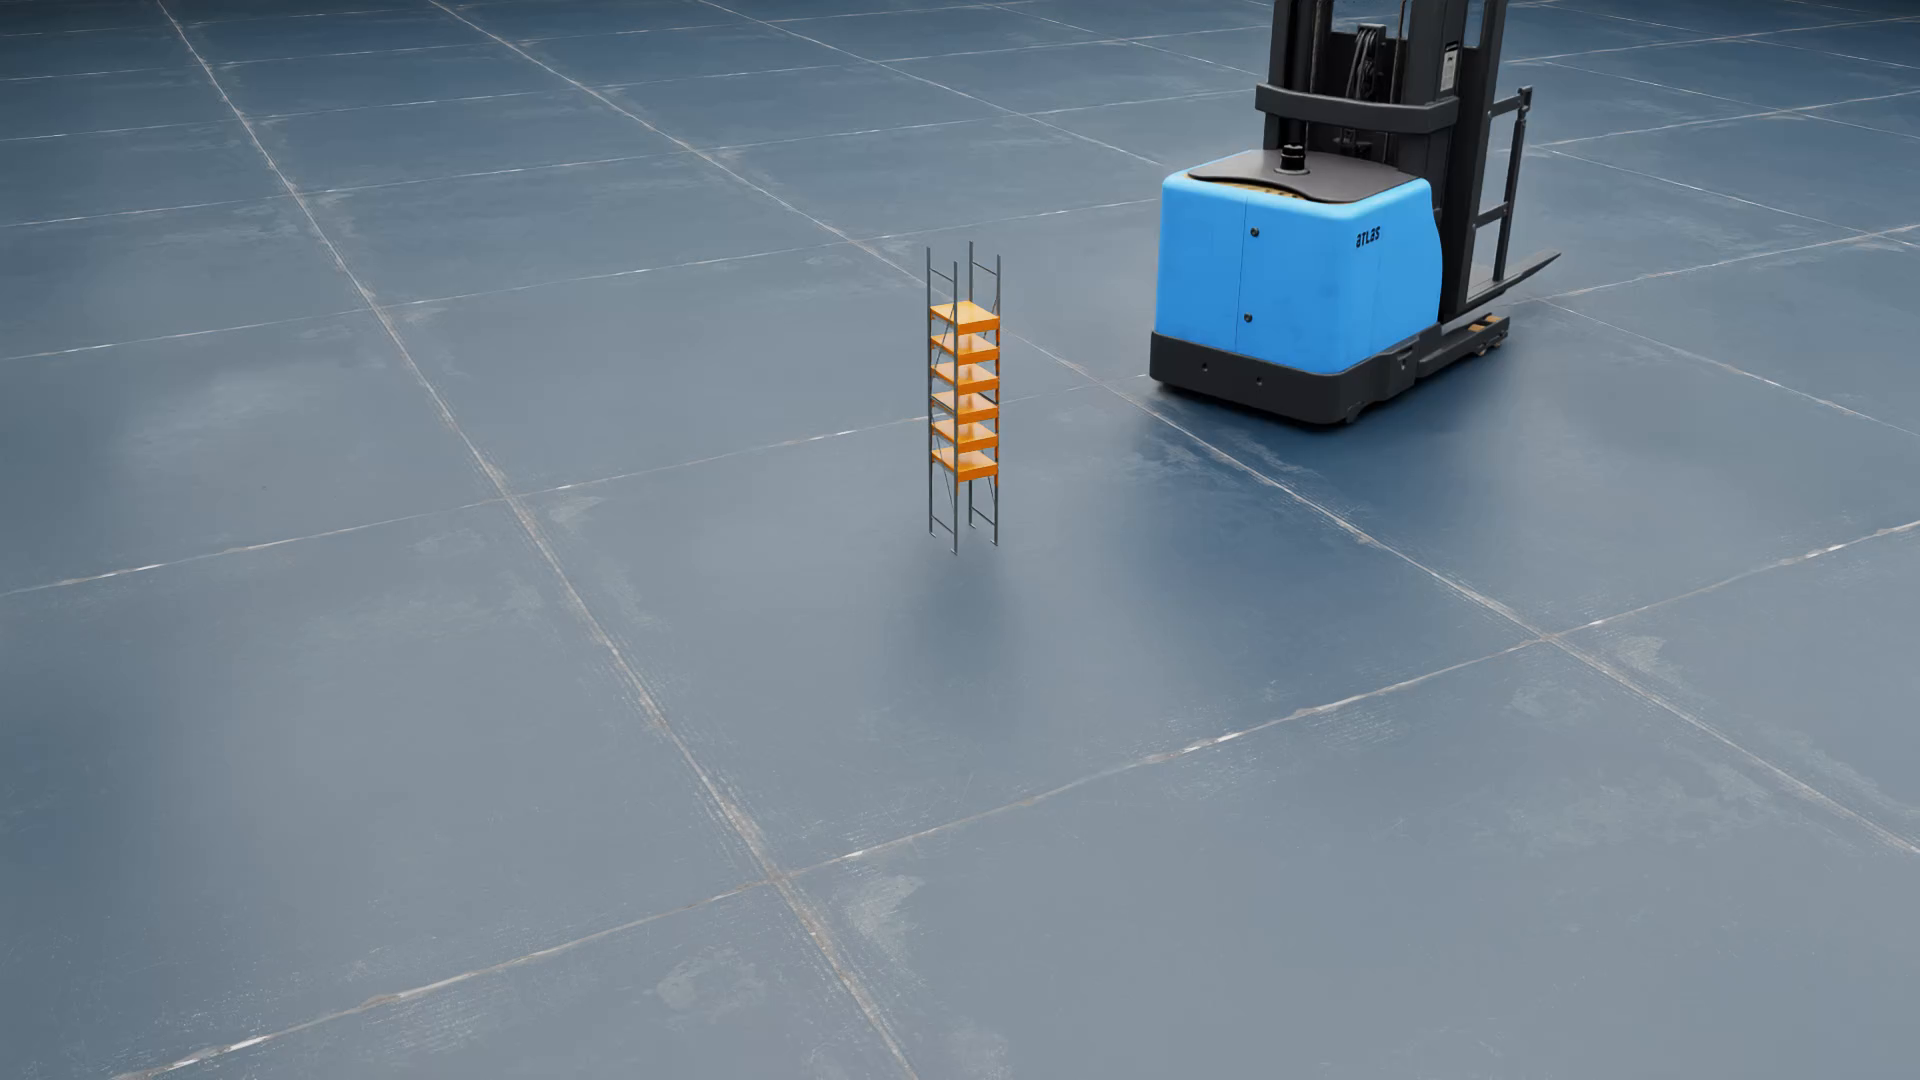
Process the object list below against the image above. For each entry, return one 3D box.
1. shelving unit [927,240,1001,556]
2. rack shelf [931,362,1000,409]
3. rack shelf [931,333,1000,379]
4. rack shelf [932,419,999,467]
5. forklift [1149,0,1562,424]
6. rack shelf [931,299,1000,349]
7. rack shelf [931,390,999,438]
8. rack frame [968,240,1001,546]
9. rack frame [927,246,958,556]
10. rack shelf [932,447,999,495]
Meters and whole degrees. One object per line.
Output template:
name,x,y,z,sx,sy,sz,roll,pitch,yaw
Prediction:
shelving unit,0.013,-0.544,6.496,0.189,1.200,0.258,-13,29,-25
rack shelf,0.013,-0.612,6.464,0.180,0.103,0.258,-13,29,-25
rack shelf,0.013,-0.720,6.412,0.180,0.103,0.258,-13,29,-25
rack shelf,0.013,-0.396,6.568,0.180,0.103,0.258,-13,29,-25
forklift,2.289,-2.417,8.399,1.130,2.935,3.031,21,32,36
rack shelf,0.013,-0.828,6.360,0.180,0.103,0.258,-13,29,-25
rack shelf,0.013,-0.504,6.516,0.180,0.103,0.258,-13,29,-25
rack frame,0.093,-0.562,6.535,0.006,1.200,0.240,-13,29,-25
rack frame,-0.068,-0.525,6.458,0.006,1.200,0.240,-13,29,-25
rack shelf,0.013,-0.287,6.620,0.180,0.103,0.258,-13,29,-25
